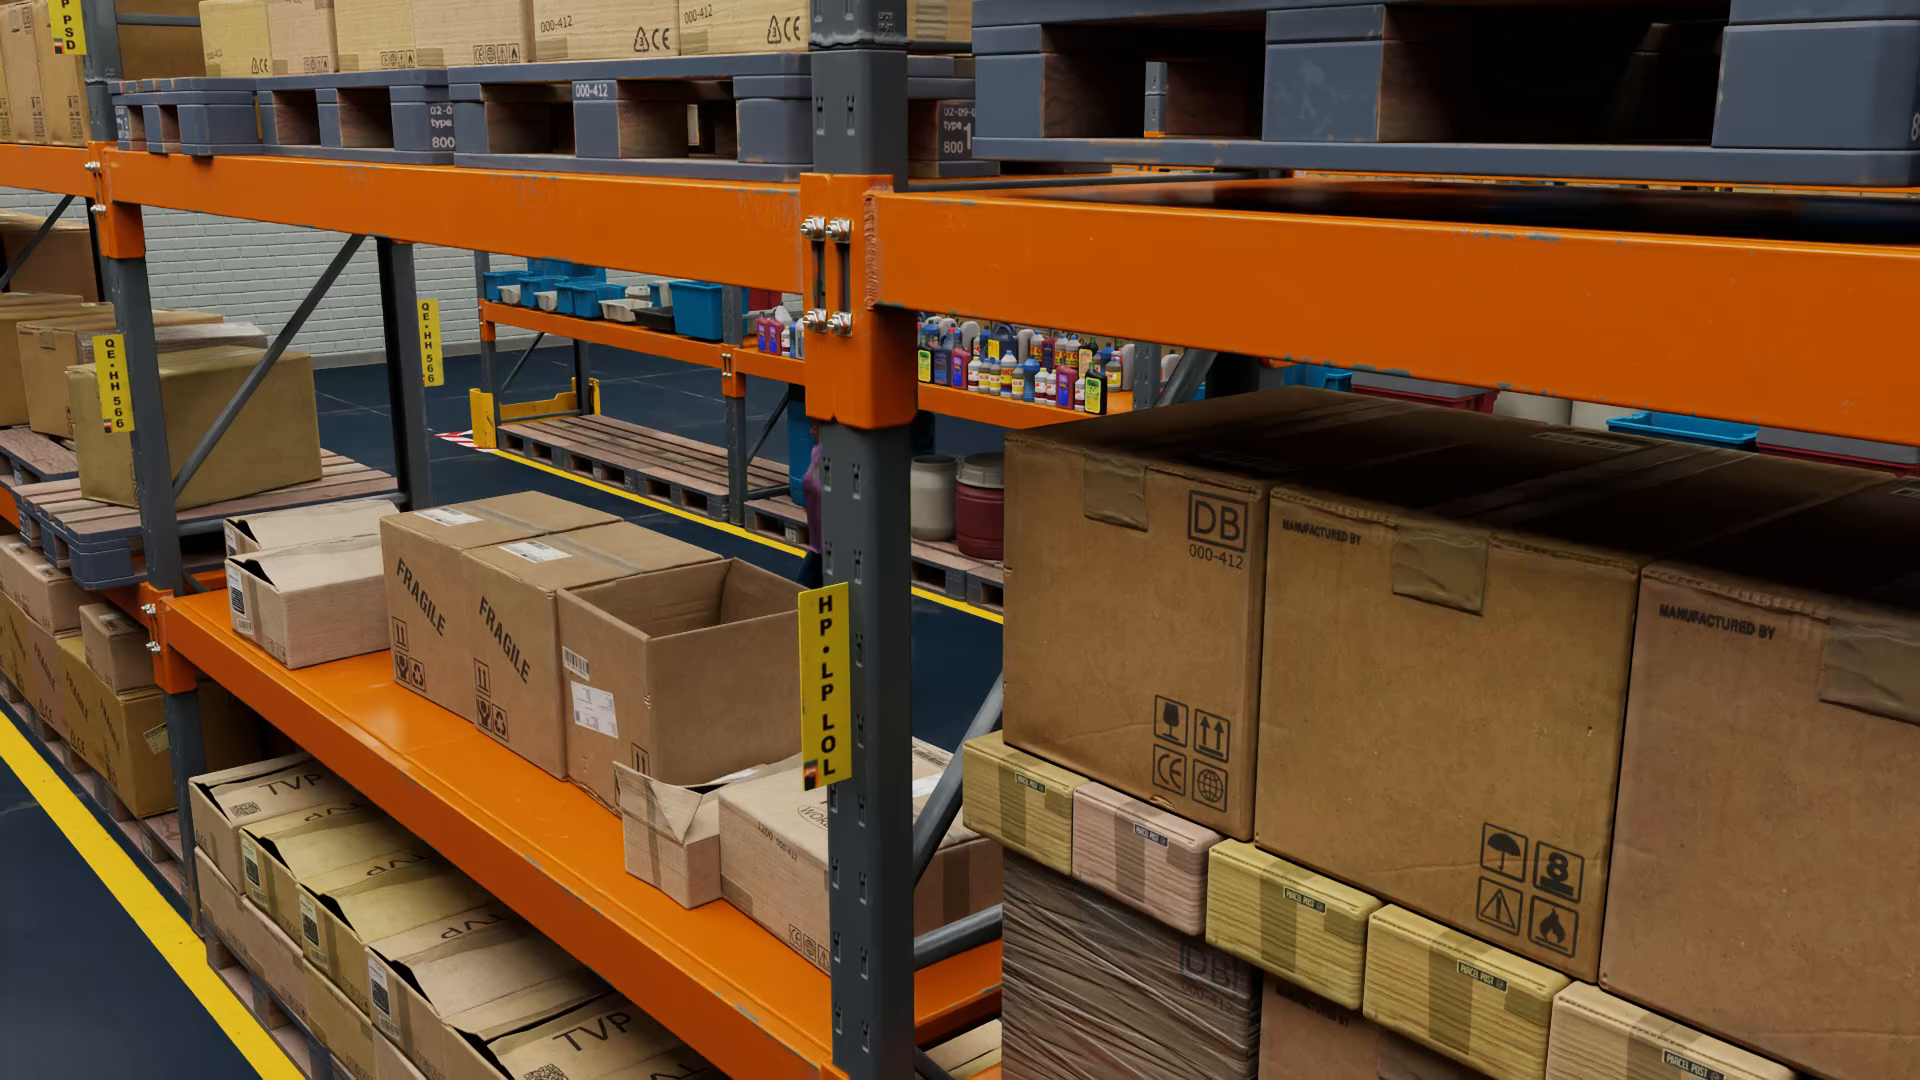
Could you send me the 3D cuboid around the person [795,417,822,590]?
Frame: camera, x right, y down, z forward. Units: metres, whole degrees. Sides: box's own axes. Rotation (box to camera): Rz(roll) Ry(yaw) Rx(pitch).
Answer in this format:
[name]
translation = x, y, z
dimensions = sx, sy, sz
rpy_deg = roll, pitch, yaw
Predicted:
[person]
translation = -0.588, 0.077, 8.149
dimensions = 0.441, 1.590, 0.450
rpy_deg = -11, 18, -36
